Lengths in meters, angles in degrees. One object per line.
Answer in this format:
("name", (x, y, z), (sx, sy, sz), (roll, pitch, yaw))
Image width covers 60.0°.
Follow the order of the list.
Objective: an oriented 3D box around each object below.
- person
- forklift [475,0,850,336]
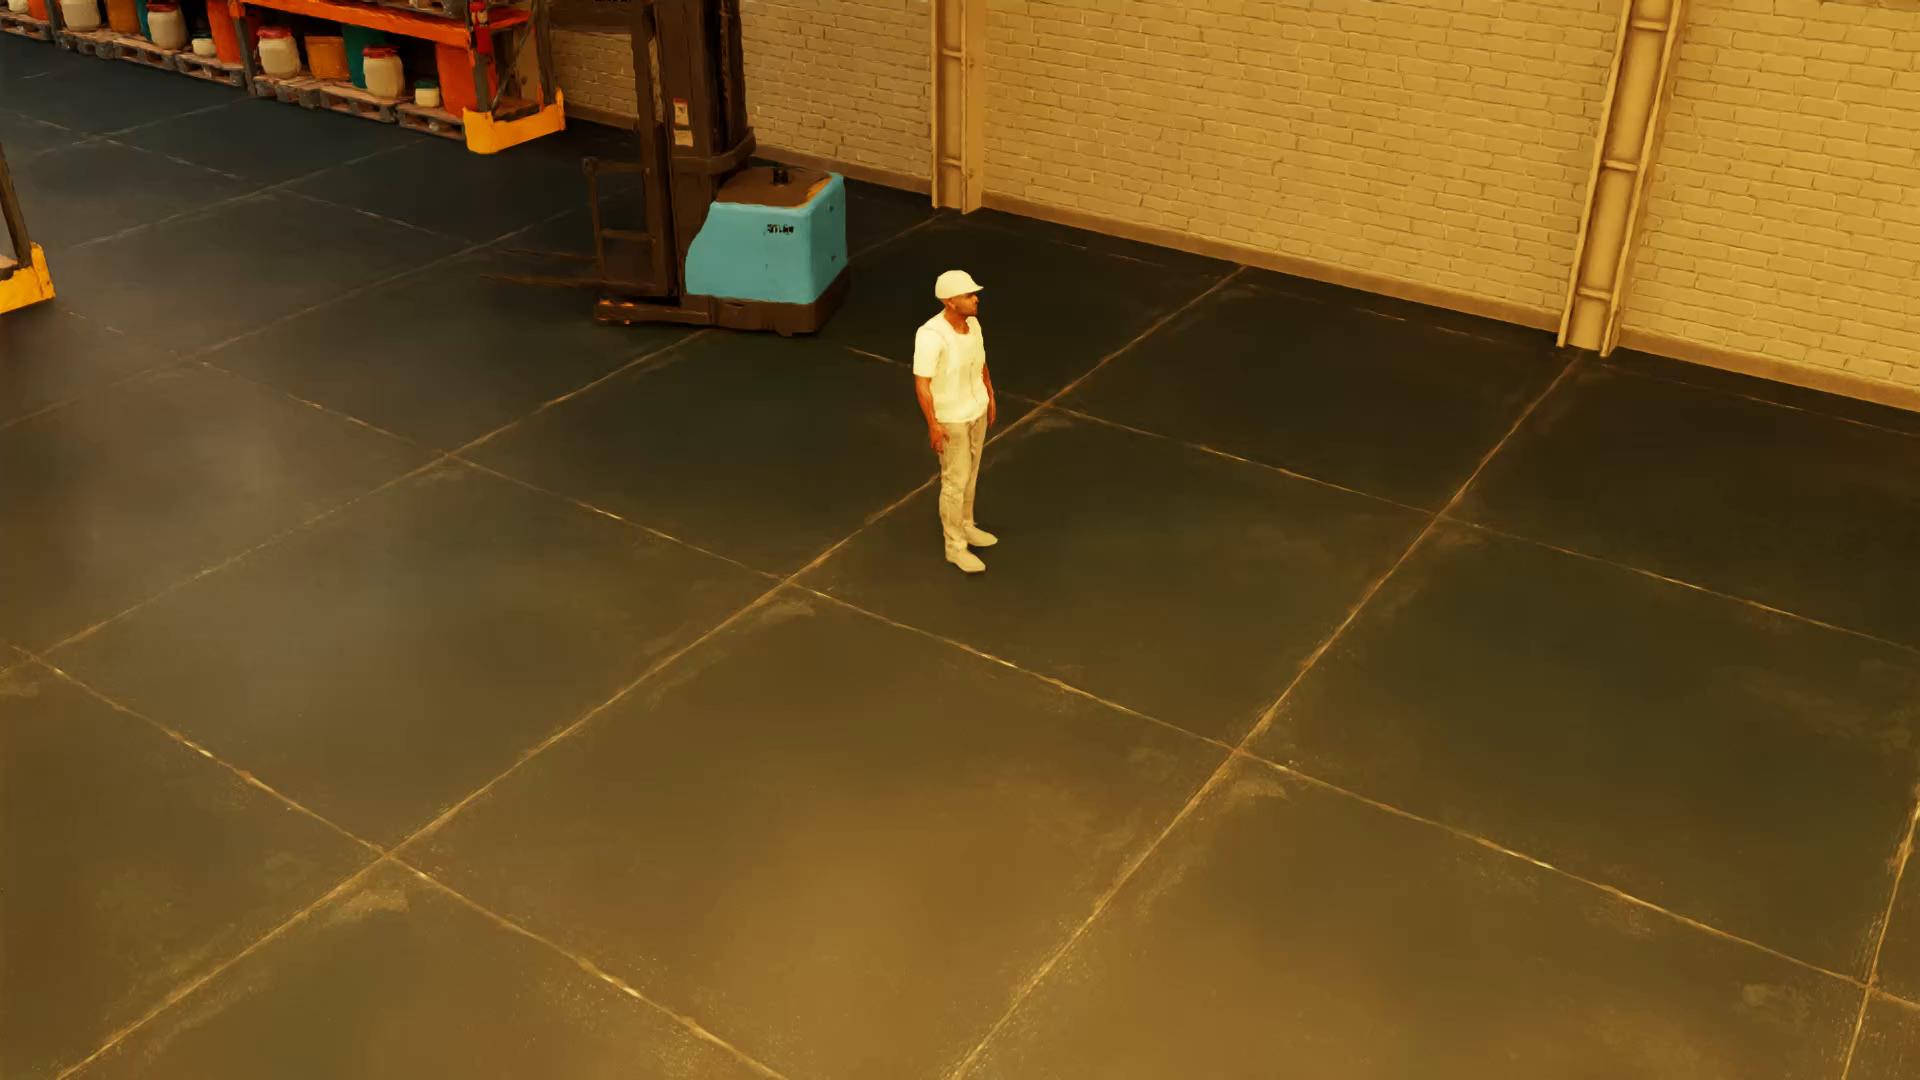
("person", (0.055, -0.748, 10.015), (0.576, 1.766, 0.665), (19, 35, 29))
("forklift", (-2.500, -3.275, 13.220), (3.031, 2.935, 1.130), (7, 31, 12))
